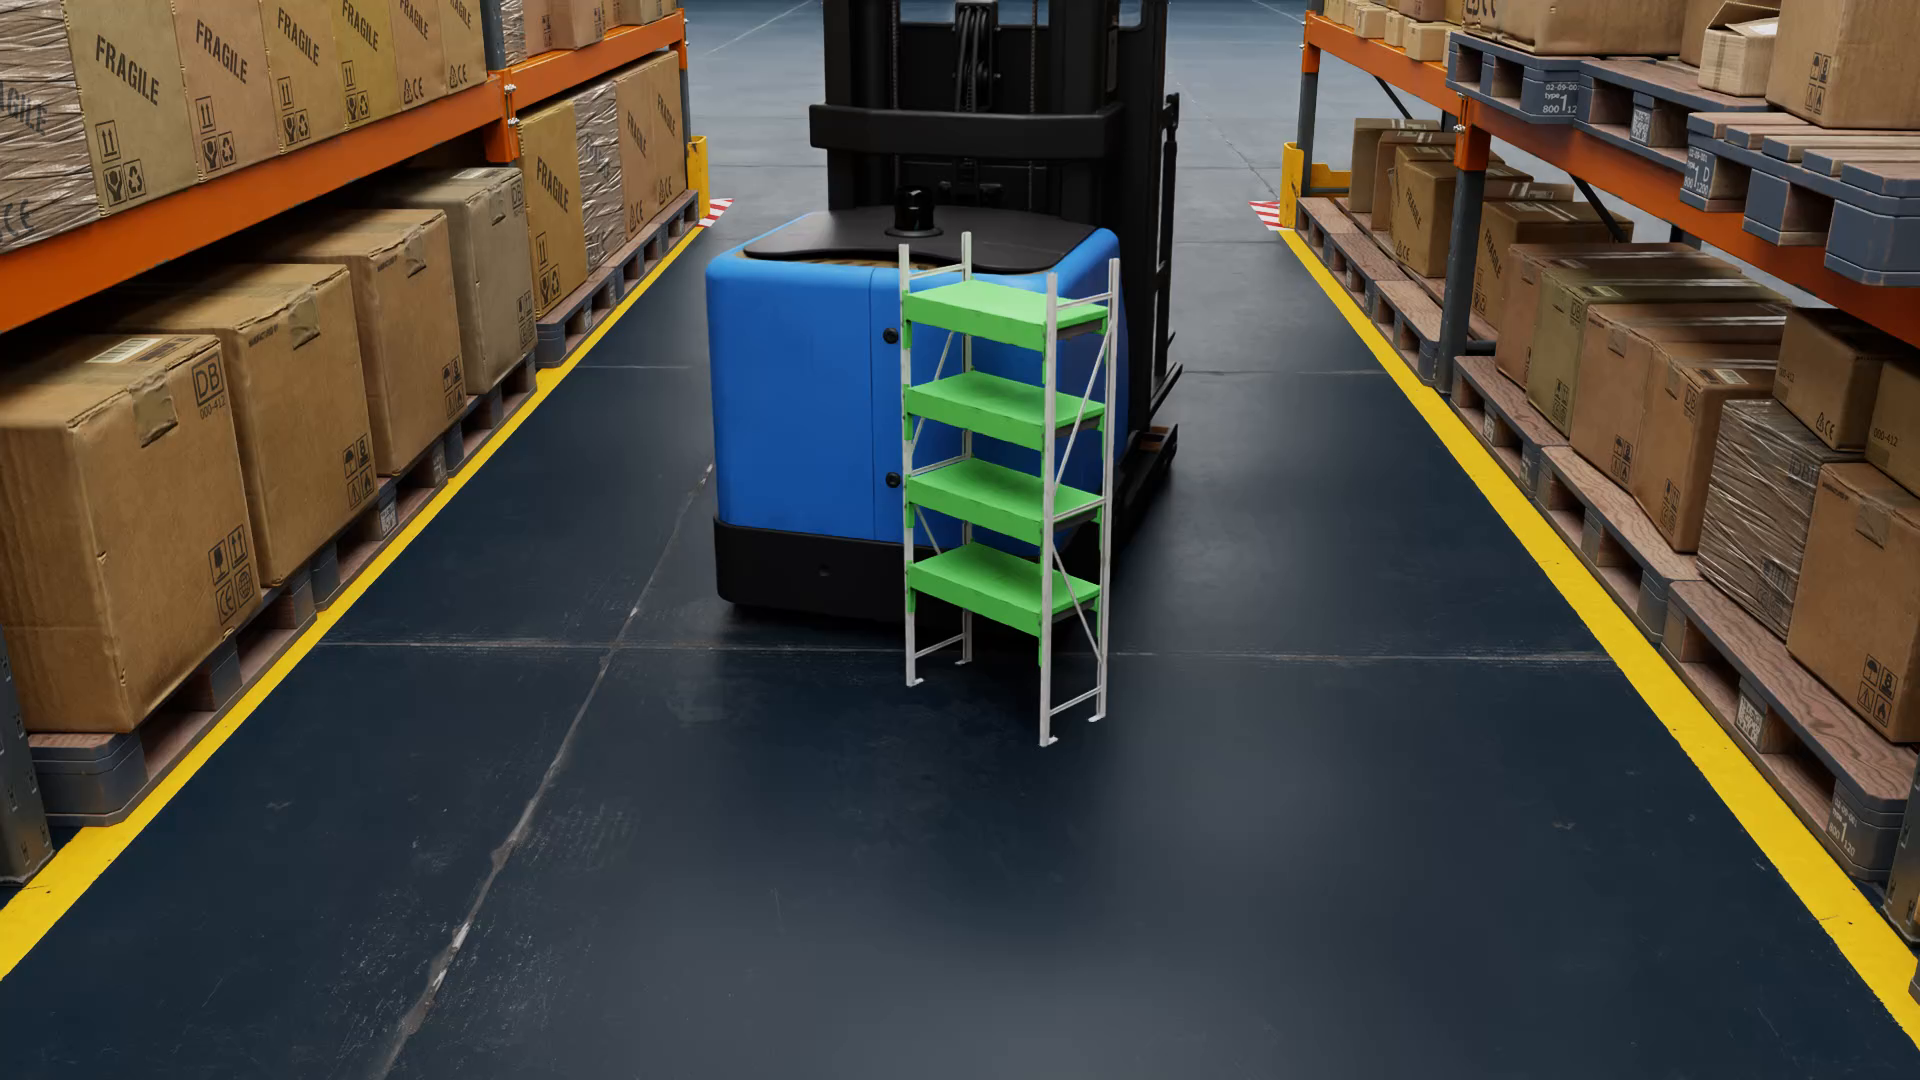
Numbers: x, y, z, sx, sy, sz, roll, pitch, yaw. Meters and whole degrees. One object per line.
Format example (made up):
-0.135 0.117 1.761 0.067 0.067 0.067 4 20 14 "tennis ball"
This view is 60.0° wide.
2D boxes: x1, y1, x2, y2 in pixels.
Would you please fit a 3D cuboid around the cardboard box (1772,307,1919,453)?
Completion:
2.433 -0.409 4.246 0.500 0.250 0.500 3 21 8 "cardboard box"

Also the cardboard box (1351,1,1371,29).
2.382 -2.898 9.200 0.380 0.149 0.250 1 21 2 "cardboard box"

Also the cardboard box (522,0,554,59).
-2.403 -2.525 7.682 0.875 0.550 0.550 1 21 2 "cardboard box"

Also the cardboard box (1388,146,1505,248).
2.622 -1.839 8.998 0.500 0.500 0.500 3 21 7 "cardboard box"

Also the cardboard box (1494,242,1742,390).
2.518 -0.849 6.418 0.700 0.500 0.500 -1 21 -3 "cardboard box"

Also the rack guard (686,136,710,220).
-2.274 -2.412 11.054 1.175 0.500 0.348 1 21 2 "rack guard"

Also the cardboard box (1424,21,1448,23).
2.391 -2.355 7.800 0.380 0.149 0.250 1 21 2 "cardboard box"

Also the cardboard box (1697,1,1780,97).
2.217 -1.324 4.399 0.396 0.266 0.258 0 21 0 "cardboard box"

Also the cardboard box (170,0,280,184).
-2.207 -1.248 4.461 0.500 0.500 0.500 1 21 2 "cardboard box"

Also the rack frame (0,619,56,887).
-2.518 -0.676 3.124 1.000 3.000 0.127 1 21 2 "rack frame"

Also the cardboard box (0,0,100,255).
-2.235 -0.882 3.517 0.500 0.500 0.500 1 21 2 "cardboard box"

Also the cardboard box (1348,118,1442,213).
2.644 -2.282 10.139 0.500 0.500 0.500 5 22 12 "cardboard box"

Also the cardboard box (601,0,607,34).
-2.353 -2.911 8.678 0.875 0.550 0.500 1 21 2 "cardboard box"

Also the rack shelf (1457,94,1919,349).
2.497 -0.973 4.883 1.077 0.370 4.000 1 21 2 "rack shelf"

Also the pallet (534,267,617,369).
-2.295 -1.096 8.062 1.003 0.211 1.213 1 21 2 "pallet"

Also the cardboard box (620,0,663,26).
-2.236 -3.305 9.692 0.875 0.550 0.550 1 21 2 "cardboard box"

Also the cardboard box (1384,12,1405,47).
2.331 -2.537 8.268 0.380 0.149 0.250 1 21 2 "cardboard box"

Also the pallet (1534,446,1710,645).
2.501 -0.007 5.256 1.003 0.211 1.213 1 21 2 "pallet"

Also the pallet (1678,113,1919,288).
2.351 -0.754 3.591 1.213 0.211 1.003 1 21 2 "pallet"

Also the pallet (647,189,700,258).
-2.221 -1.978 10.336 1.003 0.211 1.213 1 21 2 "pallet"

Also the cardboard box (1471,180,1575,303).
2.620 -1.413 7.899 0.500 0.500 0.500 8 22 19 "cardboard box"

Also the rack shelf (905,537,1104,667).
0.116 0.152 4.315 0.480 0.148 0.258 19 28 41 "rack shelf"

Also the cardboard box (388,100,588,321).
-2.308 -1.554 7.744 0.875 0.875 0.875 1 21 2 "cardboard box"

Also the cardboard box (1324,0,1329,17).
2.432 -3.260 10.131 0.380 0.149 0.250 1 21 2 "cardboard box"

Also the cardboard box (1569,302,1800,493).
2.468 -0.475 5.453 0.700 0.500 0.500 -1 21 -3 "cardboard box"

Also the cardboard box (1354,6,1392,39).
2.290 -2.718 8.736 0.380 0.149 0.250 1 21 2 "cardboard box"

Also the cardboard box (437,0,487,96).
-2.145 -1.977 6.340 0.500 0.500 0.500 1 21 1 "cardboard box"

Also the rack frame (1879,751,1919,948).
2.436 -0.585 2.889 1.000 3.000 0.127 1 21 2 "rack frame"

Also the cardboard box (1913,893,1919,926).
2.394 0.459 2.555 1.225 0.875 0.875 0 21 -1 "cardboard box"

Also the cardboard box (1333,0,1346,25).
2.383 -3.079 9.666 0.380 0.149 0.250 1 21 2 "cardboard box"

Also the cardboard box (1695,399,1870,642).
2.441 -0.068 4.404 0.700 0.500 0.500 -1 21 -3 "cardboard box"

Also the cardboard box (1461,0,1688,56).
2.394 -2.221 5.696 1.000 1.000 1.000 1 21 2 "cardboard box"

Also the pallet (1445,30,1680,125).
2.389 -1.667 5.943 1.003 0.211 1.213 1 21 2 "pallet"

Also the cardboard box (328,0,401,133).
-2.176 -1.612 5.398 0.500 0.500 0.500 1 21 2 "cardboard box"

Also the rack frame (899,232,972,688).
-0.058 -0.193 4.367 0.015 1.200 0.240 19 28 41 "rack frame"

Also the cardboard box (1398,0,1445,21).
2.598 -2.741 7.896 0.875 0.500 0.500 1 21 2 "cardboard box"

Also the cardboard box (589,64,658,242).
-2.254 -2.210 9.434 0.875 0.875 0.875 0 21 1 "cardboard box"

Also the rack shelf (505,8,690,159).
-2.336 -2.510 8.845 1.077 0.370 4.000 1 21 2 "rack shelf"

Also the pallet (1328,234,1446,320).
2.577 -1.417 8.888 1.003 0.211 1.213 1 21 2 "pallet"

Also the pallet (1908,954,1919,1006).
2.337 0.999 2.661 1.003 0.211 1.213 1 21 2 "pallet"

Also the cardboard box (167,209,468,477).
-2.359 -0.695 5.703 1.050 0.750 0.750 1 21 2 "cardboard box"

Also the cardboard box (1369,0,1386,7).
2.682 -3.102 8.827 0.875 0.500 0.500 1 21 2 "cardboard box"

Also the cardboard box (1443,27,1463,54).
2.355 -2.175 7.335 0.380 0.149 0.250 1 21 2 "cardboard box"

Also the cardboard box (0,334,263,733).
-2.410 -0.042 4.020 1.050 0.750 0.750 0 21 1 "cardboard box"

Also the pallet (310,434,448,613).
-2.379 -0.100 5.495 1.003 0.211 1.213 1 21 2 "pallet"

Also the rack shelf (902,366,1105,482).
0.114 -0.296 4.143 0.480 0.148 0.258 19 28 41 "rack shelf"

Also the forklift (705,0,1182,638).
0.186 -1.595 5.587 1.130 2.935 3.031 6 22 15 "forklift"

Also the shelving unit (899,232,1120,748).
0.115 -0.132 4.206 0.503 1.200 0.258 19 28 41 "shelving unit"

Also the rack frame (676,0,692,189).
-2.275 -3.568 10.579 1.000 3.000 0.127 1 21 2 "rack frame"
